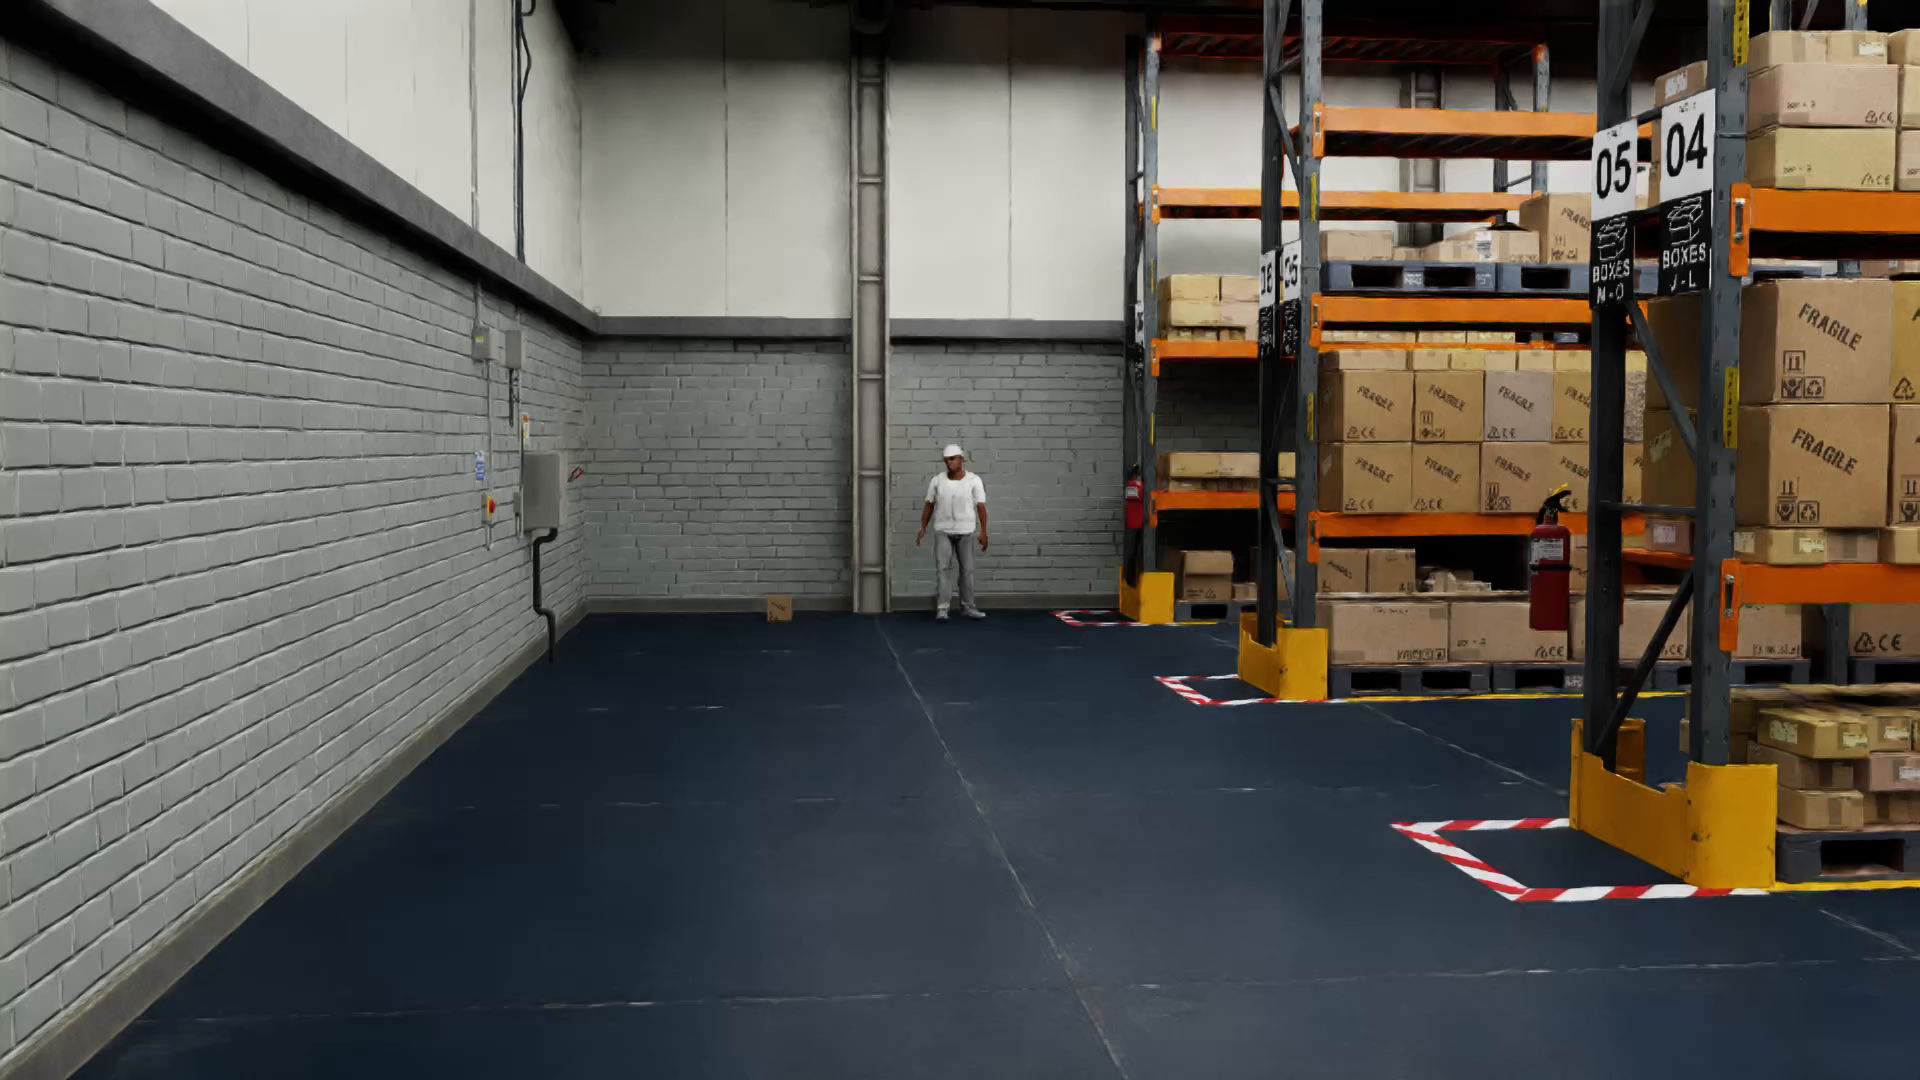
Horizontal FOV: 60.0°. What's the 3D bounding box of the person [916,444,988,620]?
[{"bbox_3d":[-0.078,-0.076,16.714,0.724,1.768,0.583,0,3,1],"label":"person"}]
